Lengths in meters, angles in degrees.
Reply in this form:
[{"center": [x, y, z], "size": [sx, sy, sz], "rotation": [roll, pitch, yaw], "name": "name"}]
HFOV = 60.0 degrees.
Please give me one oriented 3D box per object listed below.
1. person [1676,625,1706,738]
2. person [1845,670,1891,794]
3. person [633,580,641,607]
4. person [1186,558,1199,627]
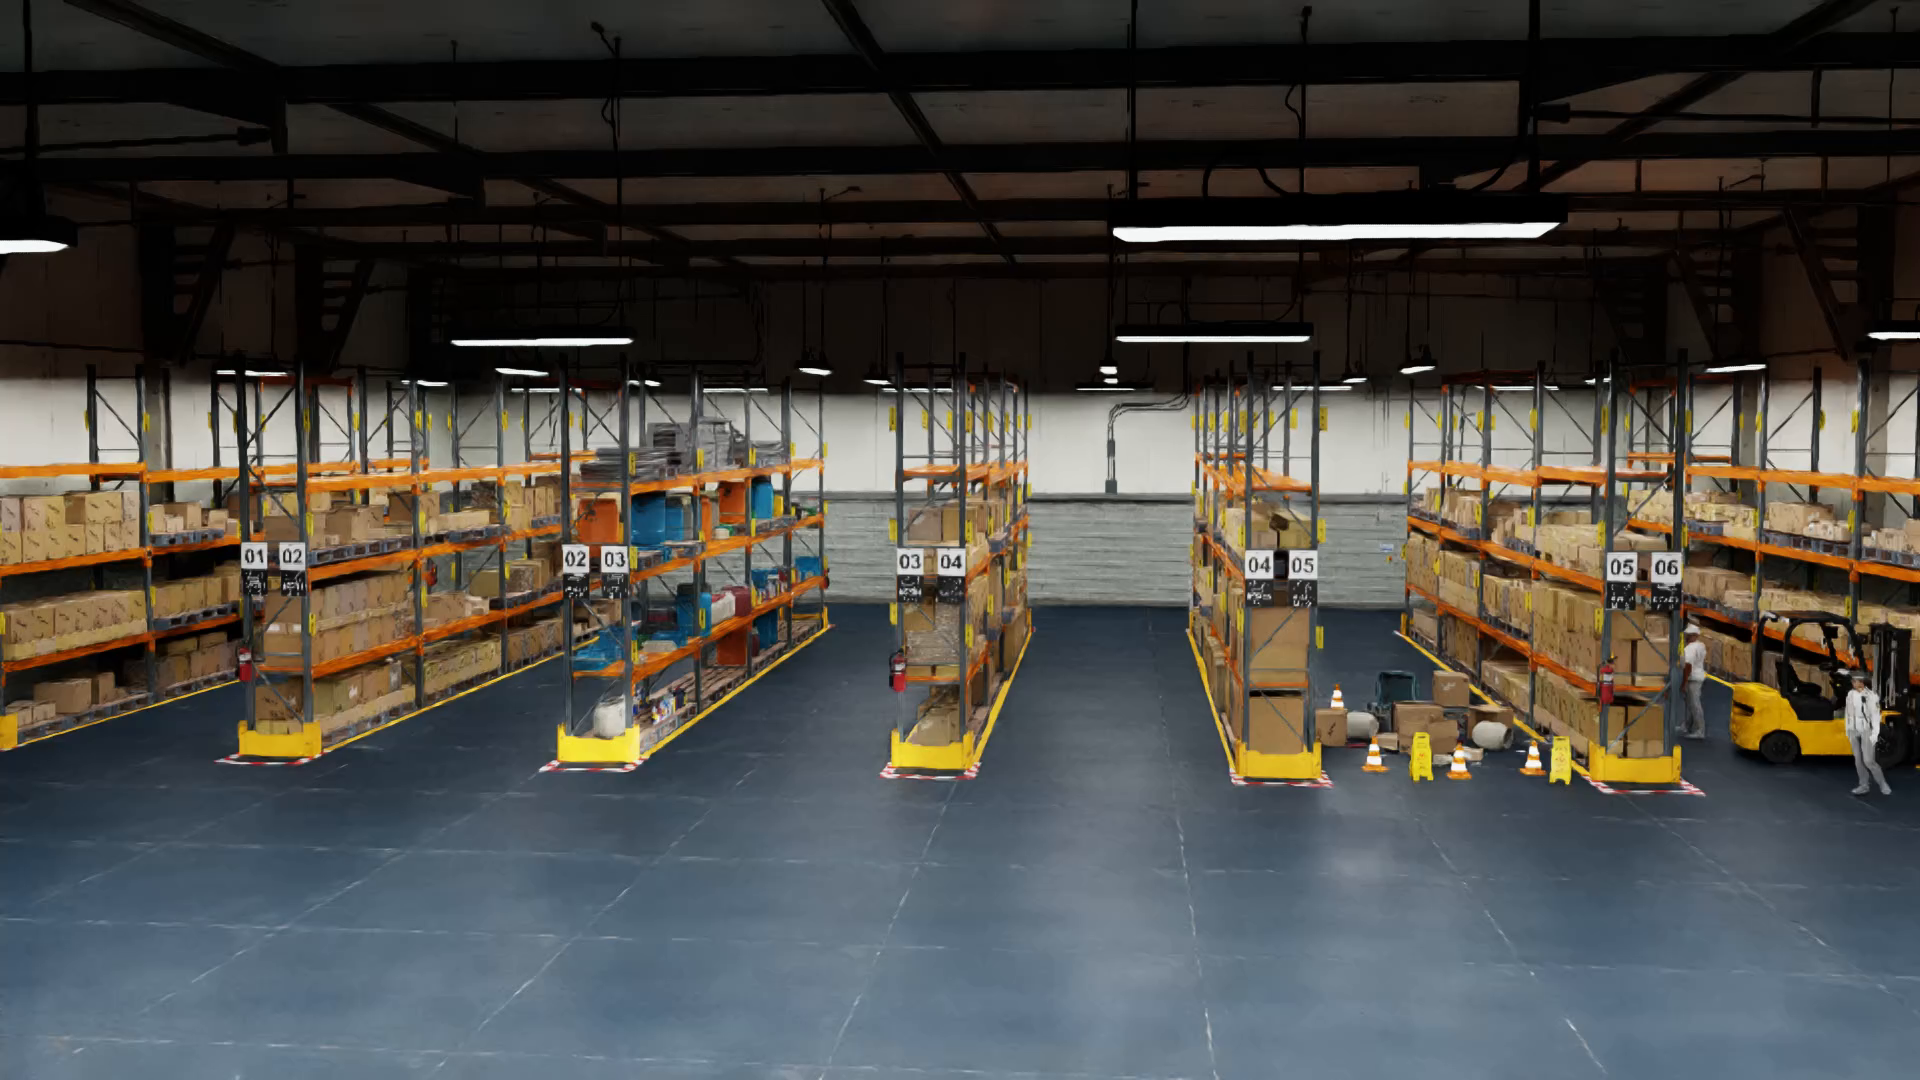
[{"center": [11.616, 2.225, 26.472], "size": [0.580, 1.763, 0.673], "rotation": [3, 5, 37], "name": "person"}, {"center": [12.156, 2.578, 22.301], "size": [0.454, 1.659, 0.623], "rotation": [-2, 5, -27], "name": "person"}, {"center": [-8.820, 1.021, 44.854], "size": [0.622, 1.581, 0.782], "rotation": [-1, 4, -15], "name": "person"}, {"center": [5.821, 1.240, 40.585], "size": [0.542, 1.780, 0.642], "rotation": [-2, 4, -24], "name": "person"}]
